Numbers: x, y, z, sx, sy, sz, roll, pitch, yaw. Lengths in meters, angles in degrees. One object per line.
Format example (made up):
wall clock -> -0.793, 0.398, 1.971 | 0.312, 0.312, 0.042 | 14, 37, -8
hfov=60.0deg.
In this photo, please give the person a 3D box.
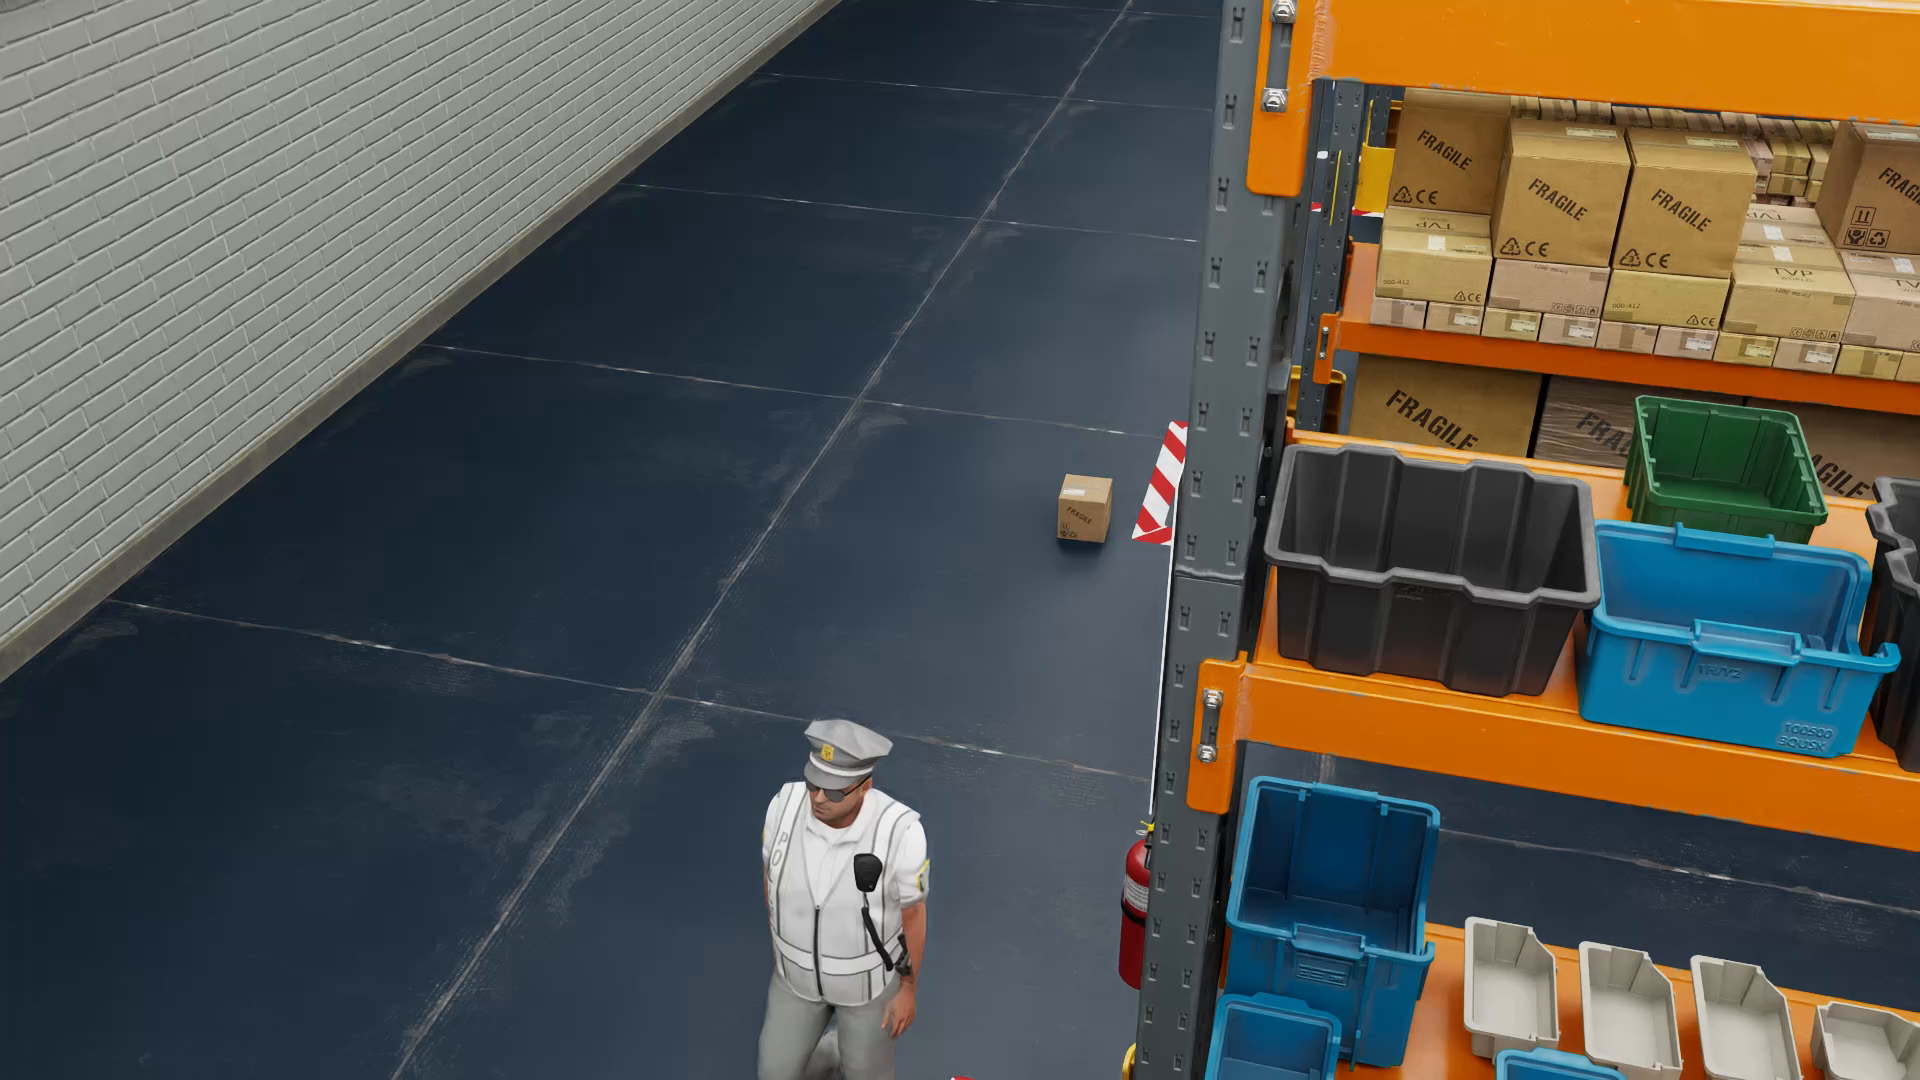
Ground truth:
person -> -0.359, 1.282, 5.077 | 0.534, 1.780, 0.487 | 9, 34, 13
